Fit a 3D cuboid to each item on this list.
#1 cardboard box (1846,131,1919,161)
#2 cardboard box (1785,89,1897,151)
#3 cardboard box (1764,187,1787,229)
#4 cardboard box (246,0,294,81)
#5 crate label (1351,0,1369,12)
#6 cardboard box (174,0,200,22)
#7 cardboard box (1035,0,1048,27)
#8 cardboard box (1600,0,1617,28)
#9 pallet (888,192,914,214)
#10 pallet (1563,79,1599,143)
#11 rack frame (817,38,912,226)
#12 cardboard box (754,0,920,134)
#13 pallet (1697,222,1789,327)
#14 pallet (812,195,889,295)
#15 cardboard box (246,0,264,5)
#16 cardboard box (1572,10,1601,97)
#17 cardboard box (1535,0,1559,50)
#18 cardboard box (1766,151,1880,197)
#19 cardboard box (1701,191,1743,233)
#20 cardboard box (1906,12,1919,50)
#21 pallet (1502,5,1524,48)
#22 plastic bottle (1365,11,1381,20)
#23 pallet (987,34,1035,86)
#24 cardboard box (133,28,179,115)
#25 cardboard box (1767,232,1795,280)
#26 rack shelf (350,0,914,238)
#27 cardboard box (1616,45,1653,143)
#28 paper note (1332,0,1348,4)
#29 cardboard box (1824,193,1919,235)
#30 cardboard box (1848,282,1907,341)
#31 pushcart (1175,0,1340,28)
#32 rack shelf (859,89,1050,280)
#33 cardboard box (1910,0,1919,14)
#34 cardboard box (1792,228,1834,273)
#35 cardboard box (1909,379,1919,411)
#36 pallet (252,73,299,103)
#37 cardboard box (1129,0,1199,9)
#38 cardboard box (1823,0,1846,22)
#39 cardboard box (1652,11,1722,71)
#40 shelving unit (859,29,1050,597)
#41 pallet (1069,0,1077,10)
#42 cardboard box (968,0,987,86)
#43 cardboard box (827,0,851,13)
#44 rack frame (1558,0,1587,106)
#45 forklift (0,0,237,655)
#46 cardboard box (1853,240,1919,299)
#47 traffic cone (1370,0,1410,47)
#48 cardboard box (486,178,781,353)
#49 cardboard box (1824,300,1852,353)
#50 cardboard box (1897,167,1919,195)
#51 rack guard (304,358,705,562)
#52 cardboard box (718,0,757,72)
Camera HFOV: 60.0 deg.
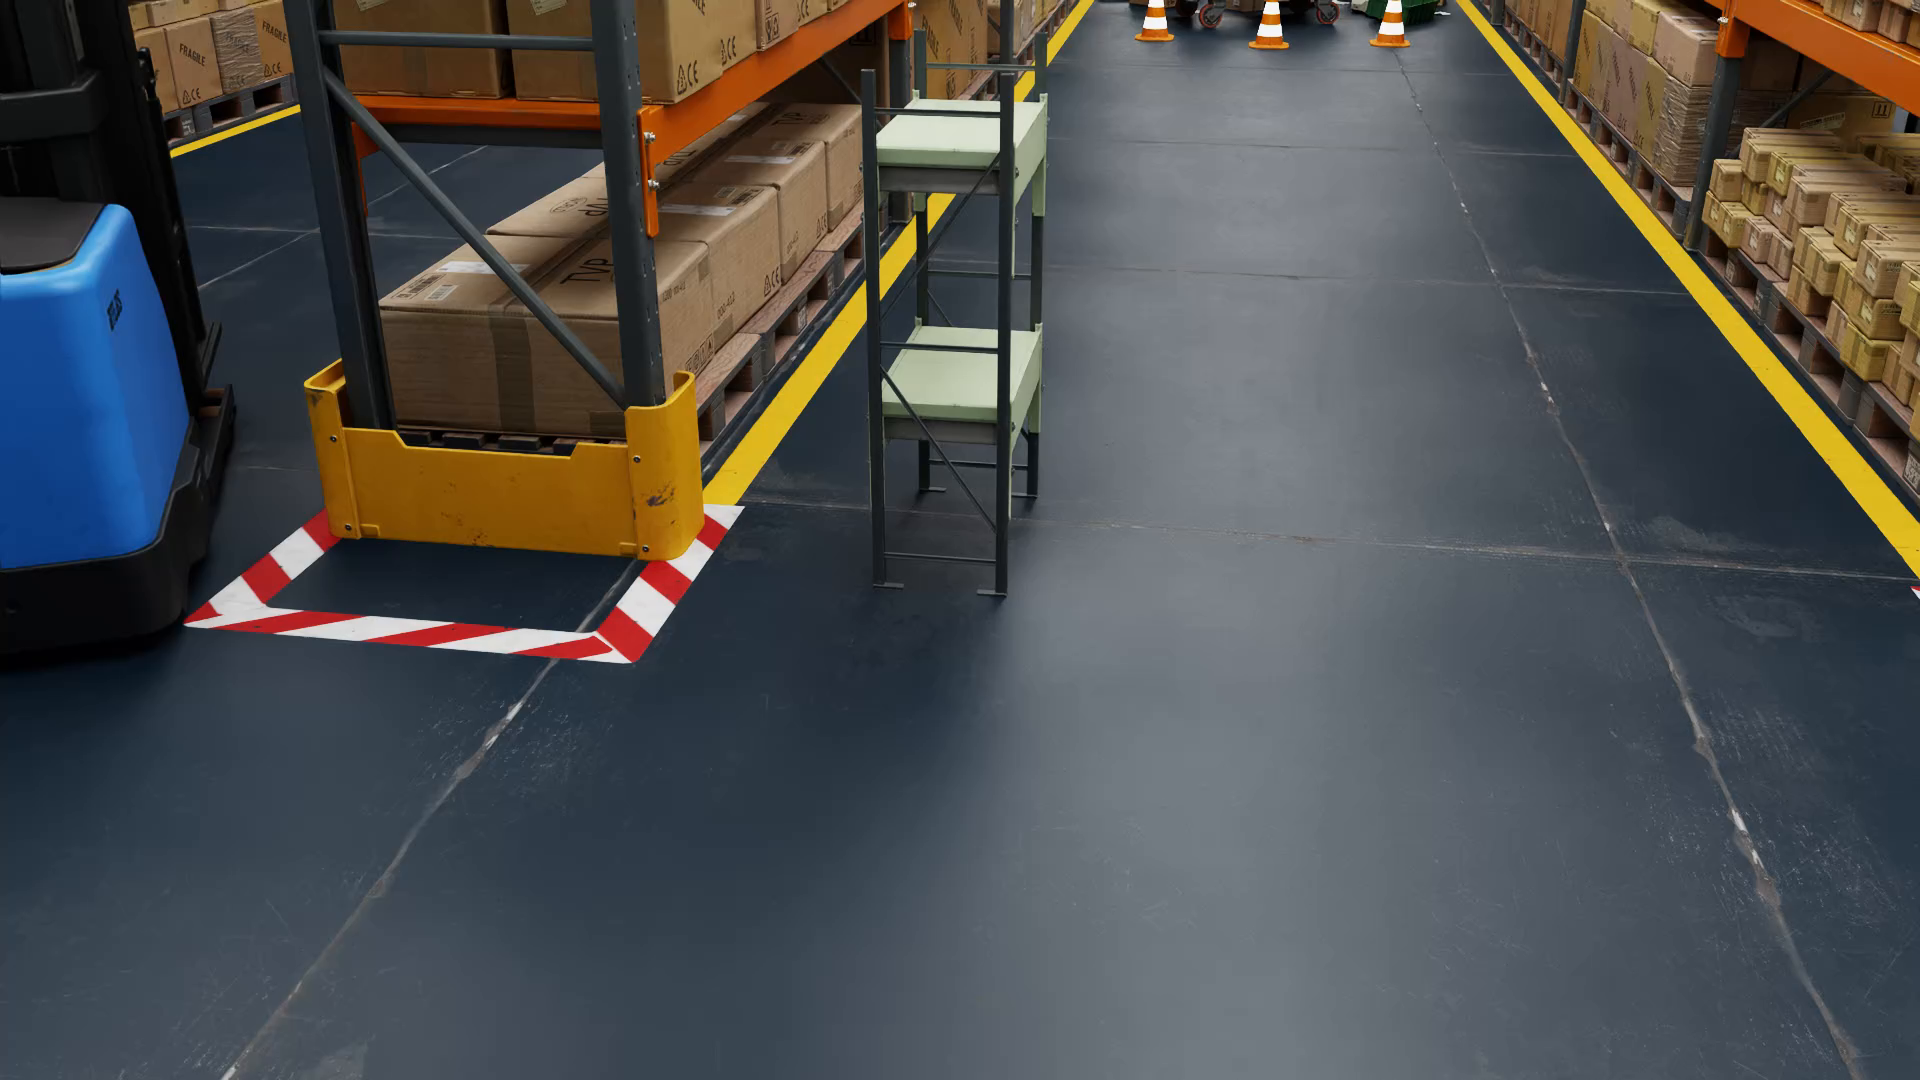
[{"bbox_3d":[4.339,-1.785,7.690,0.380,0.149,0.250,5,25,10],"label":"cardboard box"},{"bbox_3d":[4.523,-2.132,8.719,0.500,0.500,0.500,5,26,11],"label":"cardboard box"},{"bbox_3d":[3.808,-1.471,7.371,0.380,0.149,0.250,4,25,8],"label":"cardboard box"},{"bbox_3d":[-5.036,-3.538,11.723,0.500,0.500,0.500,5,26,11],"label":"cardboard box"},{"bbox_3d":[3.976,-5.223,16.247,0.298,0.136,0.250,-14,29,-27],"label":"crate label"},{"bbox_3d":[-5.185,-3.460,10.791,0.380,0.149,0.250,5,26,10],"label":"cardboard box"},{"bbox_3d":[0.238,-4.618,14.182,0.950,0.372,0.625,5,26,10],"label":"cardboard box"},{"bbox_3d":[4.360,-3.370,10.480,0.500,0.250,0.500,4,25,8],"label":"cardboard box"},{"bbox_3d":[-0.708,-2.149,9.591,1.003,0.211,1.213,4,25,9],"label":"pallet"},{"bbox_3d":[4.665,-2.866,11.124,1.003,0.211,1.213,4,25,9],"label":"pallet"},{"bbox_3d":[-0.760,-3.084,8.300,1.000,3.000,0.127,4,25,9],"label":"rack frame"},{"bbox_3d":[-0.737,-2.576,9.227,0.875,0.875,0.875,5,26,10],"label":"cardboard box"},{"bbox_3d":[4.066,-1.237,7.643,1.003,0.211,1.213,4,25,9],"label":"pallet"},{"bbox_3d":[-0.961,-1.508,8.223,1.003,0.211,1.213,4,25,9],"label":"pallet"},{"bbox_3d":[-5.063,-3.792,11.500,0.380,0.149,0.250,4,25,8],"label":"cardboard box"},{"bbox_3d":[4.427,-3.236,11.078,0.500,0.500,0.500,3,25,6],"label":"cardboard box"},{"bbox_3d":[5.122,-4.242,12.932,1.050,0.750,0.750,4,25,9],"label":"cardboard box"},{"bbox_3d":[3.783,-1.601,7.299,0.380,0.149,0.250,4,25,8],"label":"cardboard box"},{"bbox_3d":[3.764,-1.552,7.895,0.380,0.149,0.250,3,25,6],"label":"cardboard box"},{"bbox_3d":[3.586,-1.797,5.847,0.380,0.149,0.250,4,25,9],"label":"cardboard box"},{"bbox_3d":[5.396,-4.538,14.696,1.003,0.211,1.213,4,25,9],"label":"pallet"},{"bbox_3d":[4.004,-5.018,15.899,0.133,0.061,0.283,-9,27,-19],"label":"plastic bottle"},{"bbox_3d":[0.023,-3.820,13.163,1.003,0.211,1.213,4,25,9],"label":"pallet"},{"bbox_3d":[-5.279,-2.894,10.348,0.500,0.500,0.500,4,25,8],"label":"cardboard box"},{"bbox_3d":[3.739,-1.223,7.193,0.380,0.149,0.250,4,25,7],"label":"cardboard box"},{"bbox_3d":[-1.086,-1.921,6.665,1.077,0.370,4.000,4,25,9],"label":"rack shelf"},{"bbox_3d":[4.185,-2.597,9.713,0.500,0.500,0.500,3,25,7],"label":"cardboard box"},{"bbox_3d":[3.864,-5.475,16.921,0.172,0.023,0.155,13,28,26],"label":"paper note"},{"bbox_3d":[3.678,-1.270,6.591,0.380,0.149,0.250,3,25,6],"label":"cardboard box"},{"bbox_3d":[3.446,-0.819,5.978,0.380,0.149,0.250,4,25,9],"label":"cardboard box"},{"bbox_3d":[2.805,-5.105,15.711,1.648,0.377,0.936,-5,25,-10],"label":"pushcart"},{"bbox_3d":[0.001,-1.036,4.773,0.431,0.370,0.720,4,25,9],"label":"rack shelf"},{"bbox_3d":[3.469,-1.924,5.352,0.500,0.500,0.500,4,25,9],"label":"cardboard box"},{"bbox_3d":[3.589,-1.144,6.671,0.380,0.149,0.250,4,25,8],"label":"cardboard box"},{"bbox_3d":[3.437,-0.463,5.568,0.380,0.149,0.250,4,25,8],"label":"cardboard box"},{"bbox_3d":[-5.163,-3.526,12.535,1.003,0.211,1.213,4,25,9],"label":"pallet"},{"bbox_3d":[2.065,-5.652,16.733,0.500,0.500,0.500,-20,32,-36],"label":"cardboard box"},{"bbox_3d":[3.655,-2.131,6.560,0.380,0.149,0.250,4,25,9],"label":"cardboard box"},{"bbox_3d":[4.110,-2.724,9.099,0.500,0.250,0.500,5,26,11],"label":"cardboard box"},{"bbox_3d":[0.001,-0.682,4.938,0.431,1.500,0.755,4,25,9],"label":"shelving unit"},{"bbox_3d":[0.623,-5.450,16.644,1.003,0.211,1.213,4,25,9],"label":"pallet"},{"bbox_3d":[-0.301,-3.701,11.630,0.875,0.875,0.875,4,25,8],"label":"cardboard box"},{"bbox_3d":[-0.730,-2.490,6.914,0.500,0.500,0.500,4,25,8],"label":"cardboard box"},{"bbox_3d":[4.794,-4.456,11.231,1.000,3.000,0.127,4,25,9],"label":"rack frame"},{"bbox_3d":[-3.104,-1.554,5.112,1.130,2.935,3.031,-8,26,-16],"label":"forklift"},{"bbox_3d":[3.432,-0.956,5.919,0.380,0.149,0.250,5,26,10],"label":"cardboard box"},{"bbox_3d":[3.739,-4.524,14.368,0.336,0.463,0.334,4,25,9],"label":"traffic cone"},{"bbox_3d":[-1.263,-1.107,6.603,0.875,0.438,0.875,5,25,10],"label":"cardboard box"},{"bbox_3d":[3.509,-0.791,6.269,0.380,0.149,0.250,5,25,10],"label":"cardboard box"},{"bbox_3d":[4.183,-1.467,7.012,0.380,0.149,0.250,5,26,10],"label":"cardboard box"},{"bbox_3d":[-1.417,-0.269,5.234,1.175,0.500,0.348,4,25,9],"label":"rack guard"},{"bbox_3d":[-0.996,-1.850,5.547,0.500,0.500,0.500,4,25,8],"label":"cardboard box"}]
